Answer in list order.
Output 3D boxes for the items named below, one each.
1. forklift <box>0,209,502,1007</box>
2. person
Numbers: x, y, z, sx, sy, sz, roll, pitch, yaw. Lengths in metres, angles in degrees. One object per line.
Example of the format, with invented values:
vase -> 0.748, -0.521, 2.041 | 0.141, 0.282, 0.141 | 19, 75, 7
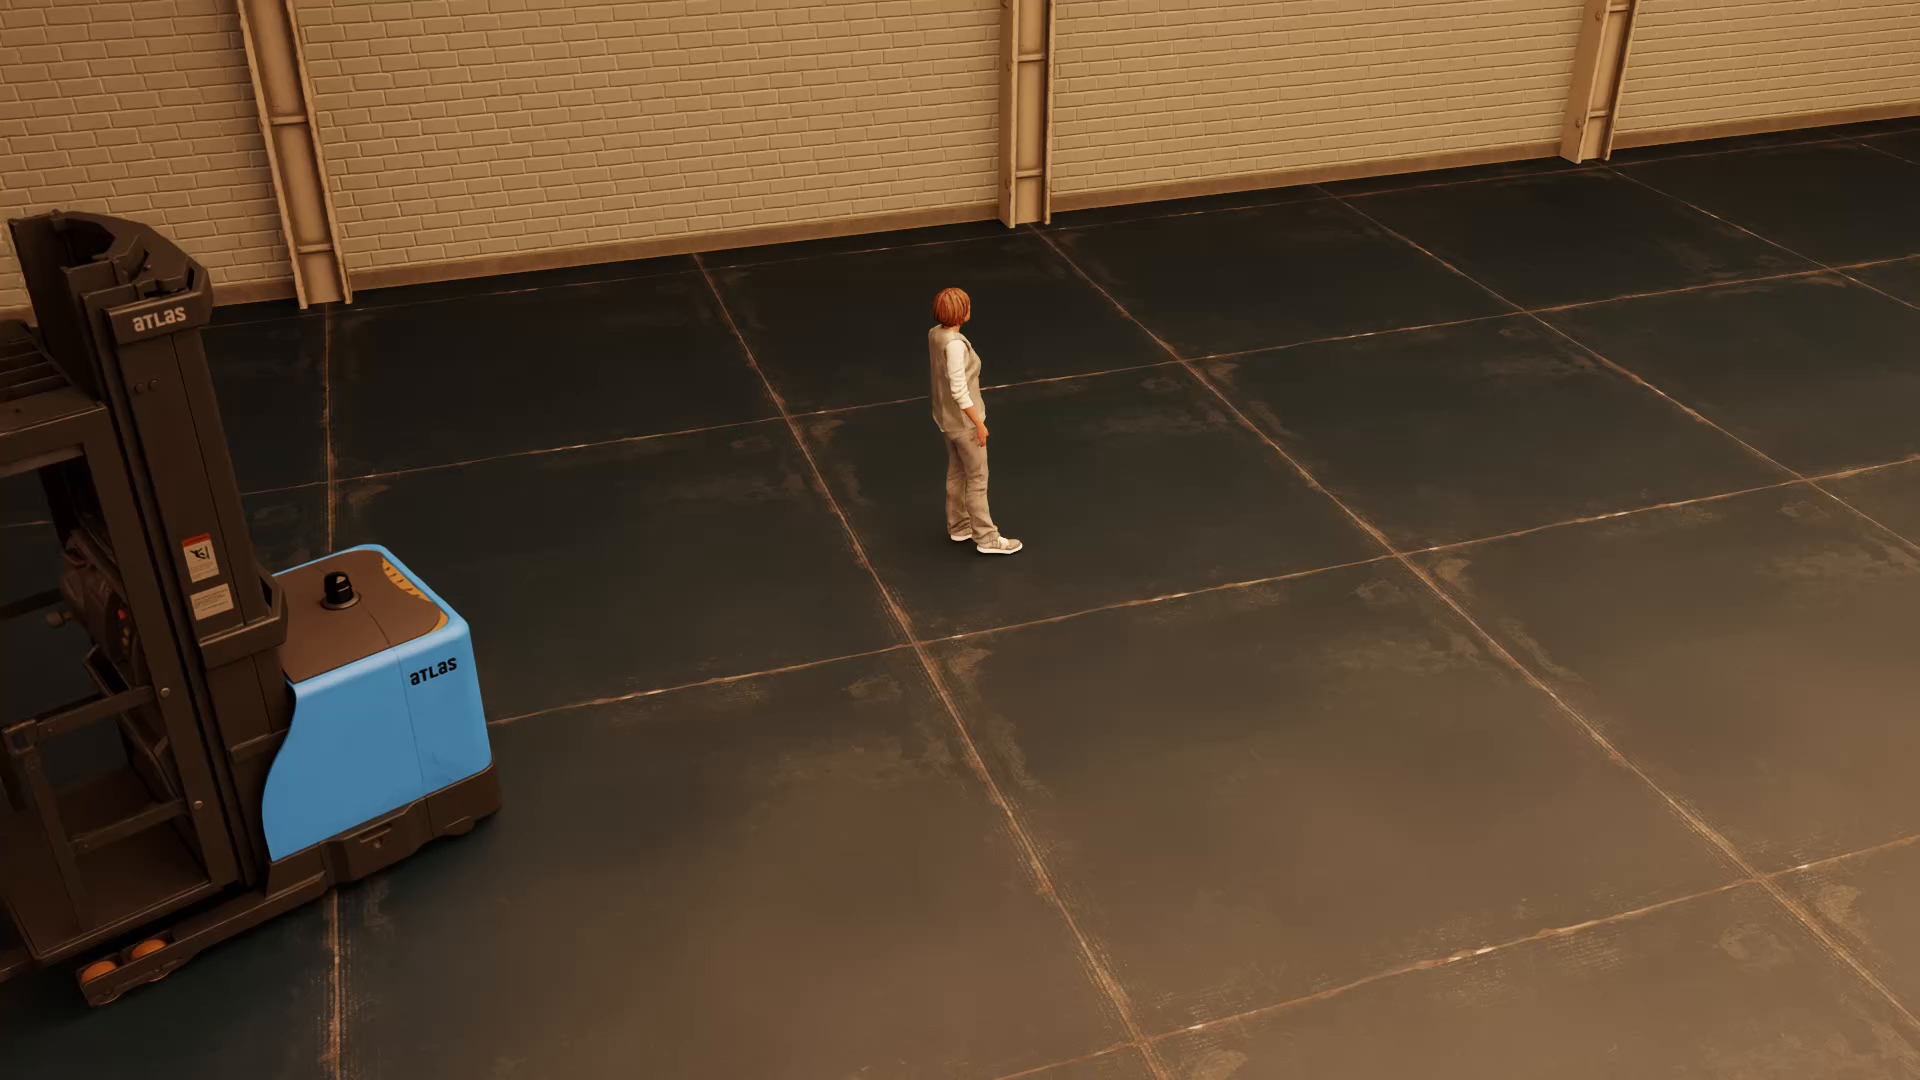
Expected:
forklift -> -3.586, 0.315, 6.539 | 3.031, 2.935, 1.130 | -23, 37, -34
person -> 0.074, -0.703, 9.632 | 0.475, 1.597, 0.520 | -10, 31, -16
